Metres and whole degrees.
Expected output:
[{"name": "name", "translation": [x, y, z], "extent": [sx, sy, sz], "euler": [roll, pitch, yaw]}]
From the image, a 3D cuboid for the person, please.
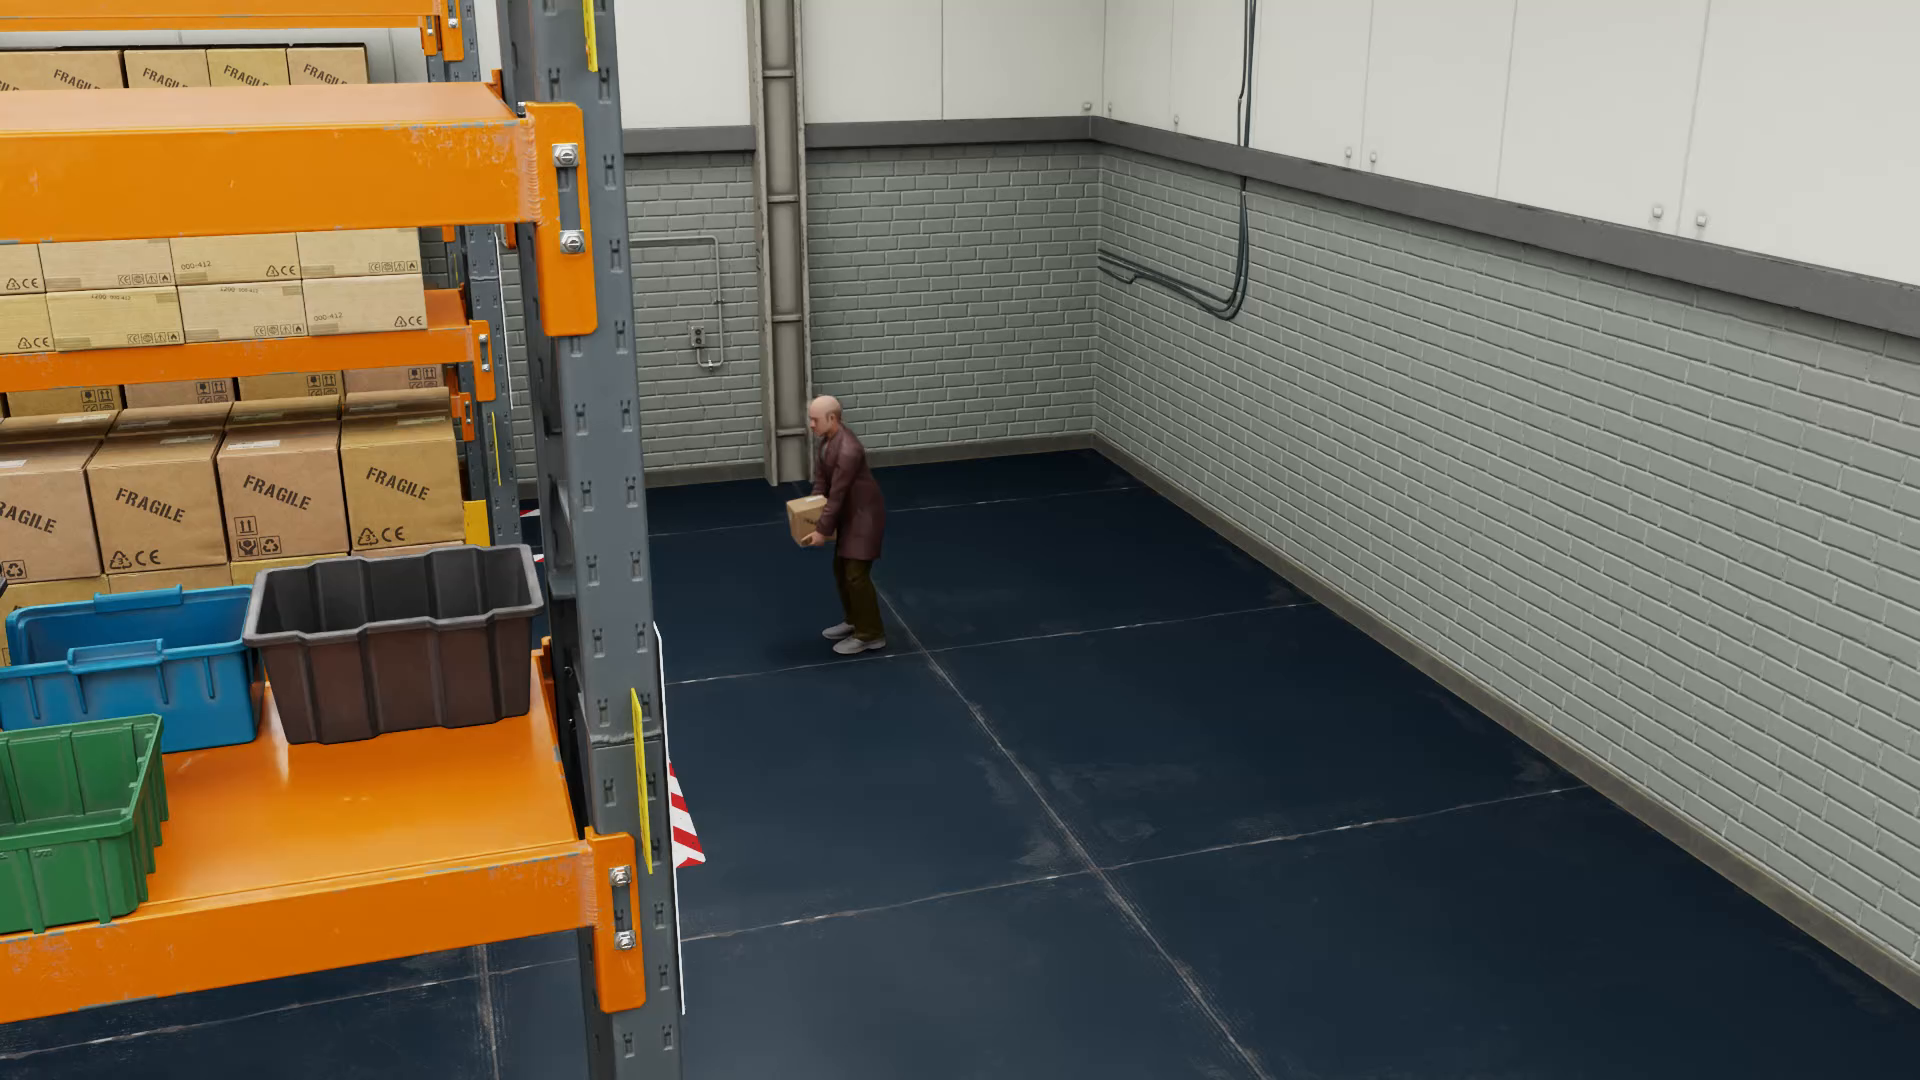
[{"name": "person", "translation": [-0.789, -0.115, 10.986], "extent": [0.600, 1.744, 0.534], "euler": [-6, 20, -18]}]
